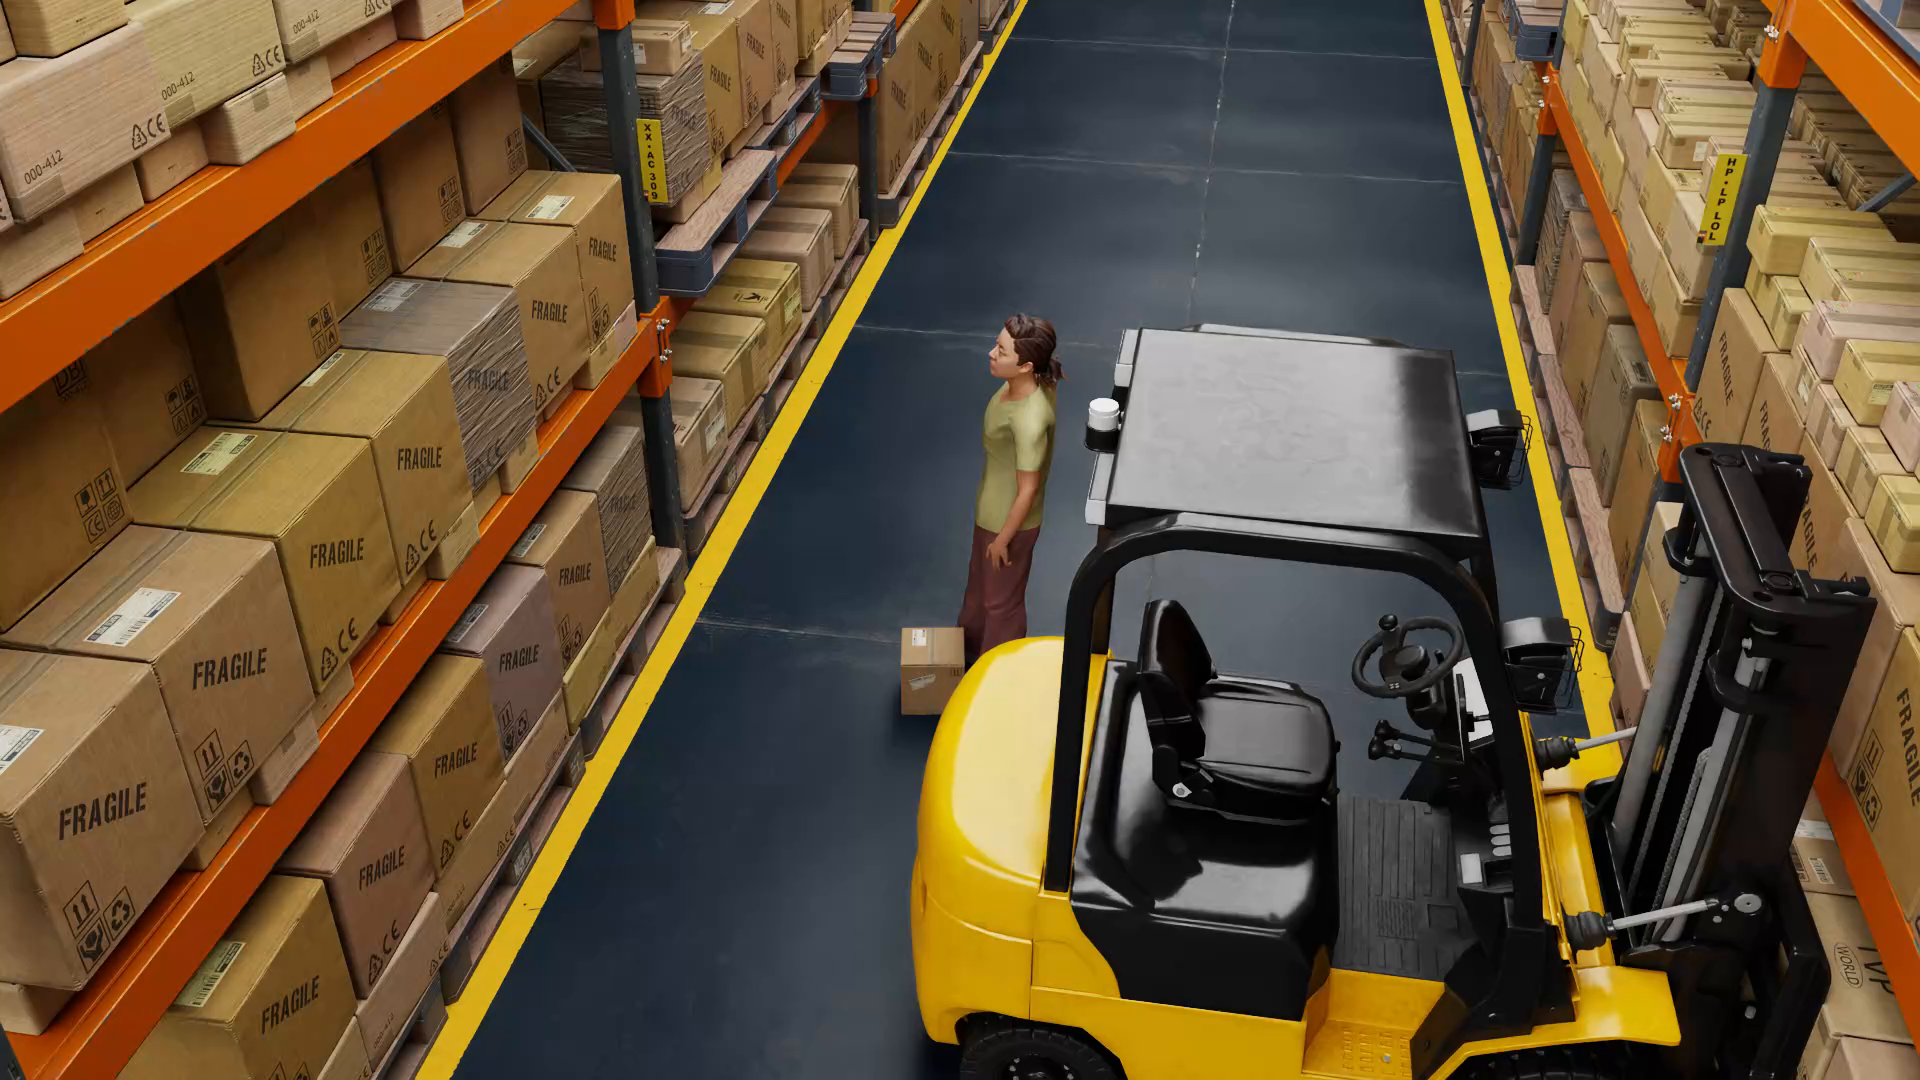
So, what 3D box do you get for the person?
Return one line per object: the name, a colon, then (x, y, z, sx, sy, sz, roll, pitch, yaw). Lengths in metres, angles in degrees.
person: (0.110, -0.099, 6.278, 0.549, 1.675, 0.555, 1, 33, 2)
